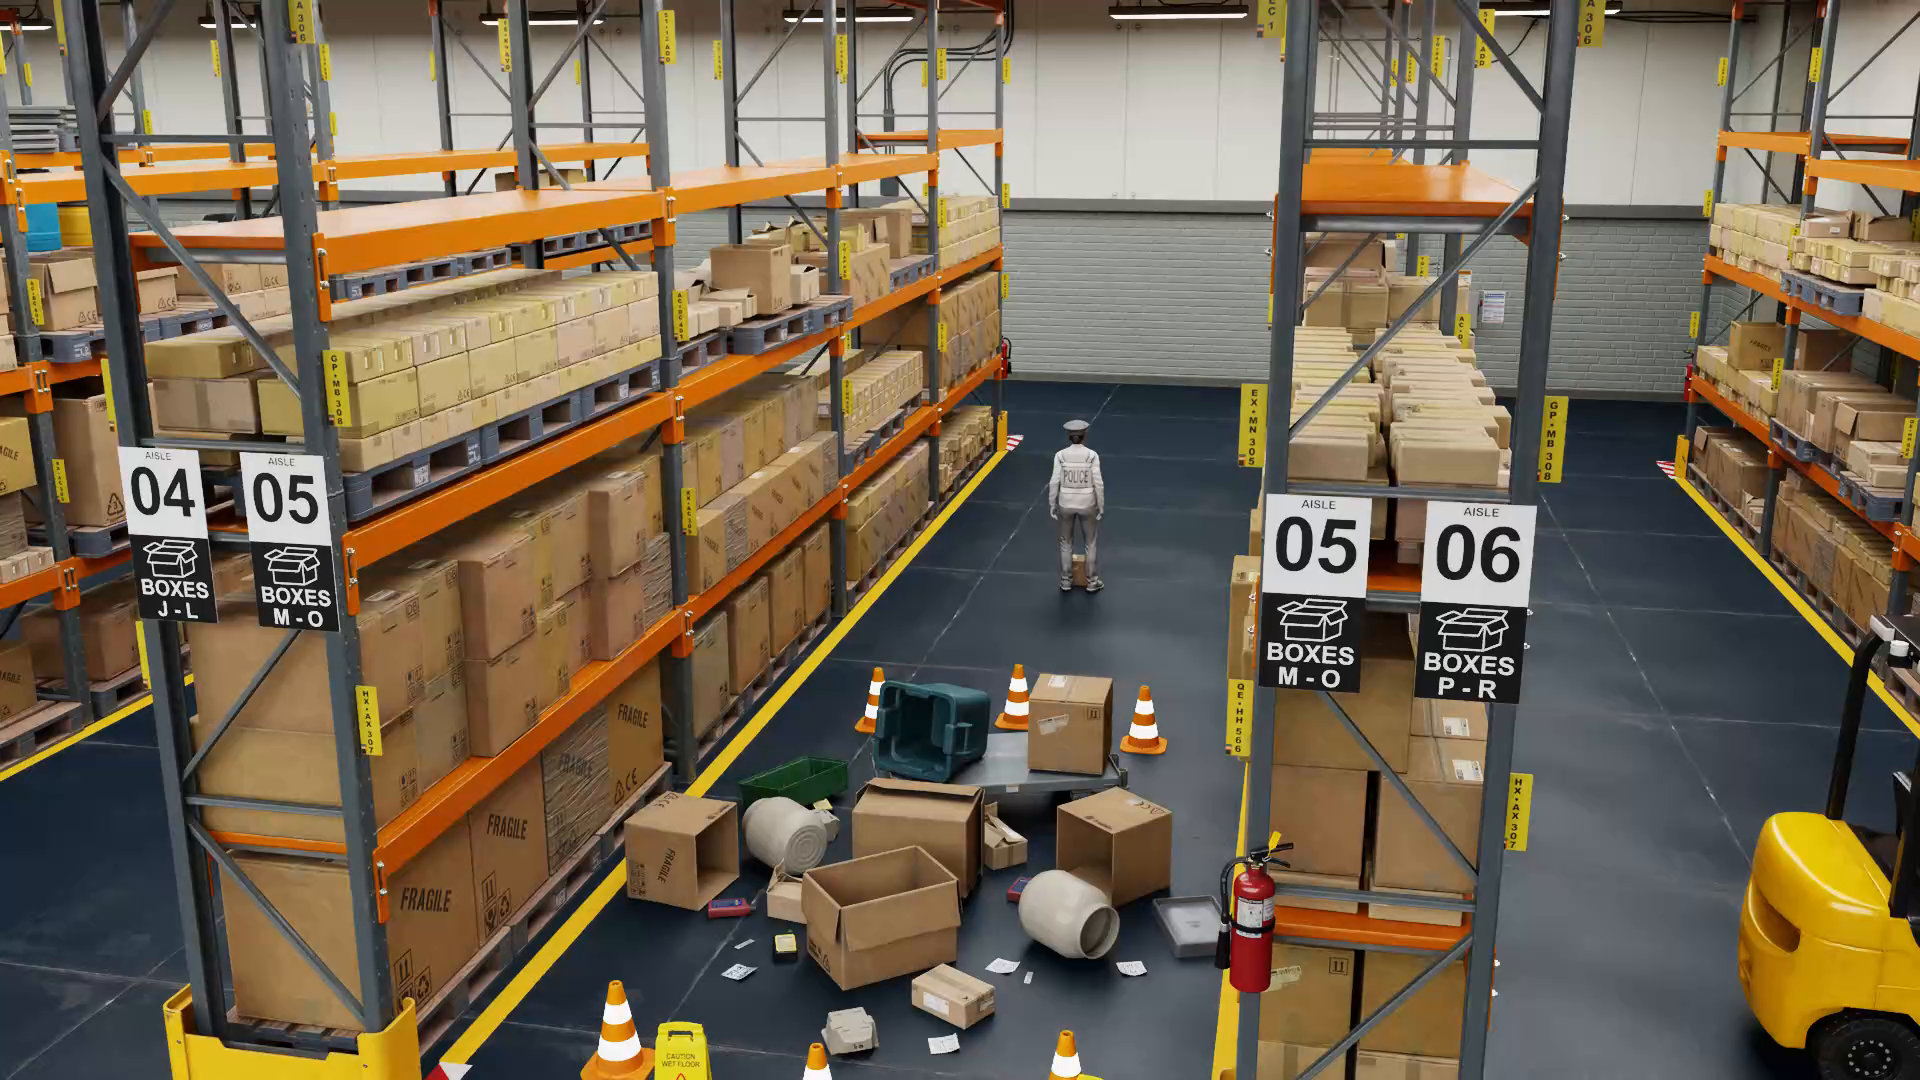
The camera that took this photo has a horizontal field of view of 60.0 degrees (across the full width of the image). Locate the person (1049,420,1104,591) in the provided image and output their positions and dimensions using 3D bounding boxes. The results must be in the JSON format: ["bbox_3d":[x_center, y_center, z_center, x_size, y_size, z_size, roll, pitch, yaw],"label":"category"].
[{"bbox_3d":[1.140,-0.324,16.230,0.546,1.667,0.369,2,15,9],"label":"person"}]
